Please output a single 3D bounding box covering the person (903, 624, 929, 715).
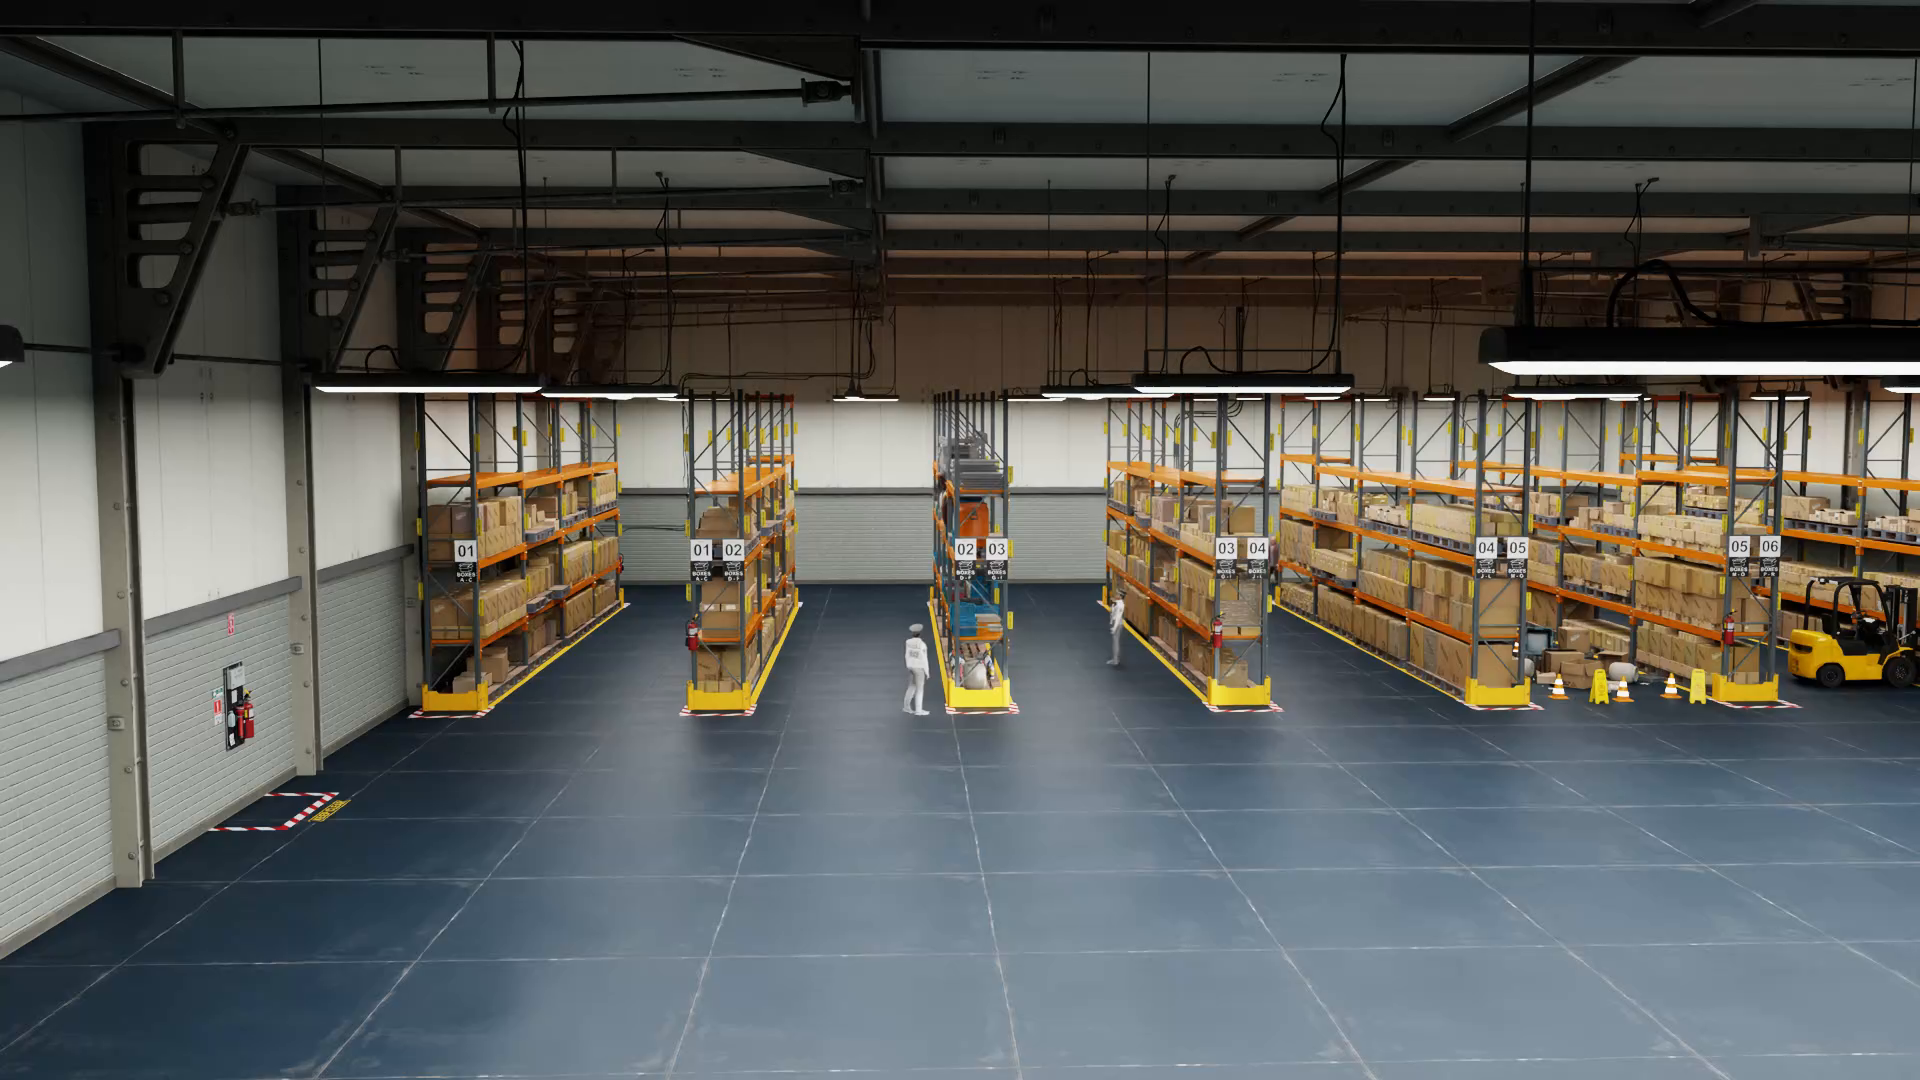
[{"bbox_3d":[-0.789,2.397,30.699,0.402,1.727,0.557,-3,6,-34],"label":"person"}]

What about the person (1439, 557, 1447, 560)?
[{"bbox_3d":[14.382,0.844,49.076,0.941,1.741,0.602,0,5,-6],"label":"person"}]

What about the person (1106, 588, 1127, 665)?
[{"bbox_3d":[3.439,1.903,36.594,0.470,1.699,0.508,1,5,9],"label":"person"}]

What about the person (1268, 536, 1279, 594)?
[{"bbox_3d":[9.445,0.756,50.230,0.624,1.731,1.105,3,5,30],"label":"person"}]
